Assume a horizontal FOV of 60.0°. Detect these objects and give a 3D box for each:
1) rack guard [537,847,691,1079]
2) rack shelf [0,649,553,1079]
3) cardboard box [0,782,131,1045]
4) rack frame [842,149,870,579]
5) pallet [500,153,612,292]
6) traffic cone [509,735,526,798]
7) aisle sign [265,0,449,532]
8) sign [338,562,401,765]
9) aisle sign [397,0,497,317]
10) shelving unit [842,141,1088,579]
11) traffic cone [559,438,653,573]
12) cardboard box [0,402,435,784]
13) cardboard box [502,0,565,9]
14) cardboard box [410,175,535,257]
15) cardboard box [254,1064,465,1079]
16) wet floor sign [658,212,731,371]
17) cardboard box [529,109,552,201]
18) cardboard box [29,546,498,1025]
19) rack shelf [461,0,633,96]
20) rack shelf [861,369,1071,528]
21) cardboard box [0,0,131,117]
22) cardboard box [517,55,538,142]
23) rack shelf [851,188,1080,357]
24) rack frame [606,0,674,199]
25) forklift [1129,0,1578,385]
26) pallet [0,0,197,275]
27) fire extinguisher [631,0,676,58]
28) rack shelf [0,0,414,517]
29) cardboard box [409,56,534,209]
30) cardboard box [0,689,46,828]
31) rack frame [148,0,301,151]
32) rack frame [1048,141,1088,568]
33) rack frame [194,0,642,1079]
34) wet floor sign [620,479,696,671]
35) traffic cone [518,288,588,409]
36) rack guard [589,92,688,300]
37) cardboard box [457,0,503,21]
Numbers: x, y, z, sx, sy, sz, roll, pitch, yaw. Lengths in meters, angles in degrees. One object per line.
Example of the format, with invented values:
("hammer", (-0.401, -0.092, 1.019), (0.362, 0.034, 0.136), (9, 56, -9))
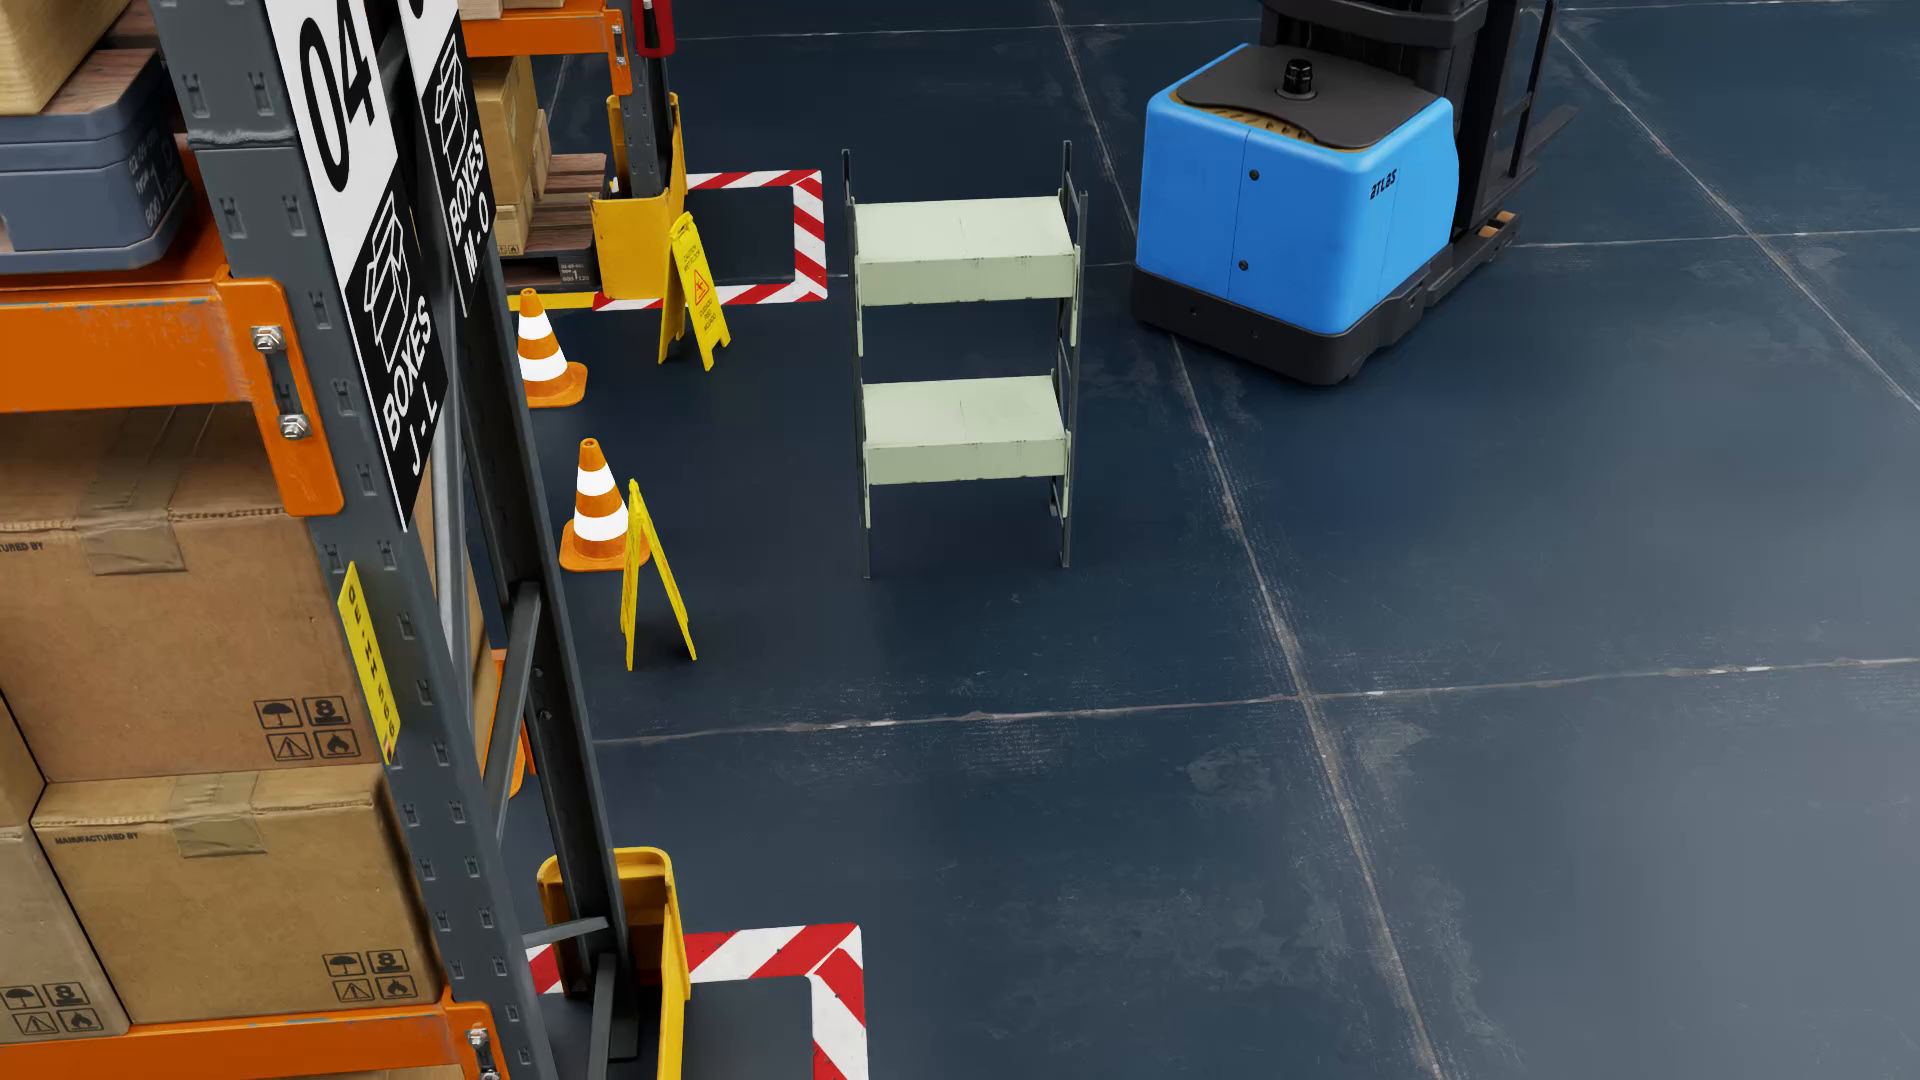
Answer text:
("rack guard", (-0.884, 1.377, 4.101), (0.348, 0.500, 1.175), (-3, 38, -4))
("rack shelf", (-2.900, 0.790, 3.408), (4.000, 0.370, 1.077), (-3, 38, -4))
("cardboard box", (-1.820, 0.430, 3.162), (0.550, 0.550, 0.875), (-3, 38, -4))
("rack frame", (-0.358, -0.569, 5.760), (0.023, 1.500, 0.400), (-3, 38, -4))
("pallet", (-2.335, -1.530, 8.018), (1.213, 0.211, 1.003), (-3, 38, -4))
("traffic cone", (-1.563, 0.546, 5.184), (0.334, 0.463, 0.336), (-3, 38, -4))
("aisle sign", (-0.811, -0.442, 2.290), (0.004, 0.787, 0.394), (-3, 38, -4))
("sign", (-0.874, 0.185, 2.467), (0.005, 0.325, 0.100), (-3, 38, -4))
("aisle sign", (-0.864, -0.812, 2.759), (0.004, 0.787, 0.394), (-3, 38, -4))
("shelving unit", (0.007, -0.589, 5.786), (0.755, 1.500, 0.431), (-3, 38, -4))
("traffic cone", (-1.324, -0.170, 6.091), (0.334, 0.463, 0.336), (-3, 38, -4))
("cardboard box", (-1.281, -0.089, 2.948), (0.550, 0.550, 0.875), (-3, 38, -4))
("cardboard box", (-1.801, -2.400, 7.073), (0.250, 0.149, 0.380), (-2, 38, -2))
("cardboard box", (-2.252, -1.525, 7.642), (0.500, 0.250, 0.500), (-3, 38, -4))
("cardboard box", (-1.578, 1.145, 3.754), (0.875, 0.875, 0.875), (-3, 38, -4))
("wet floor sign", (-1.163, -1.077, 7.094), (0.232, 0.644, 0.267), (9, 39, 12))
("cardboard box", (-2.275, -1.863, 8.070), (0.500, 0.250, 0.500), (-3, 38, -4))
("cardboard box", (-1.274, 0.387, 3.217), (0.550, 0.550, 0.875), (-3, 38, -4))
("rack shelf", (-3.439, -2.259, 7.272), (4.000, 0.370, 1.077), (-3, 38, -4))
("rack shelf", (0.007, -0.333, 5.988), (0.720, 0.370, 0.431), (-3, 38, -4))
("cardboard box", (-1.209, -0.658, 2.024), (0.250, 0.149, 0.380), (-3, 38, -4))
("cardboard box", (-2.299, -2.156, 7.836), (0.500, 0.500, 0.500), (-4, 38, -5))
("rack shelf", (0.007, -0.896, 5.544), (0.720, 0.370, 0.431), (-3, 38, -4))
("rack frame", (-1.447, -2.651, 7.188), (0.127, 3.000, 1.000), (-3, 38, -4))
("forklift", (2.063, -2.650, 7.242), (1.130, 2.935, 3.031), (26, 45, 29))
("pallet", (-1.646, -0.698, 2.363), (1.213, 0.211, 1.003), (-3, 38, -4))
("fire extinguisher", (-1.292, -2.343, 6.860), (0.183, 0.674, 0.296), (-3, 38, -4))
("rack shelf", (-2.900, -0.388, 2.479), (4.000, 0.370, 1.077), (-3, 38, -4))
("cardboard box", (-2.222, -1.826, 7.418), (0.500, 0.500, 0.500), (-3, 38, -4))
("cardboard box", (-1.821, -0.002, 2.838), (0.550, 0.550, 0.875), (-3, 38, -4))
("rack frame", (-0.908, -1.958, 1.466), (0.127, 3.000, 1.000), (-3, 38, -4))
("rack frame", (0.371, -0.609, 5.811), (0.023, 1.500, 0.400), (-3, 38, -4))
("rack frame", (-0.908, 0.397, 3.325), (0.127, 3.000, 1.000), (-3, 38, -4))
("wet floor sign", (-1.055, 0.098, 5.604), (0.232, 0.644, 0.267), (-9, 39, -12))
("traffic cone", (-1.761, -0.836, 6.936), (0.334, 0.463, 0.336), (-3, 38, -4))
("rack guard", (-1.523, -1.666, 7.957), (0.348, 0.500, 1.175), (-3, 38, -4))
("cardboard box", (-2.043, -2.318, 6.969), (0.250, 0.149, 0.380), (-4, 38, -5))
